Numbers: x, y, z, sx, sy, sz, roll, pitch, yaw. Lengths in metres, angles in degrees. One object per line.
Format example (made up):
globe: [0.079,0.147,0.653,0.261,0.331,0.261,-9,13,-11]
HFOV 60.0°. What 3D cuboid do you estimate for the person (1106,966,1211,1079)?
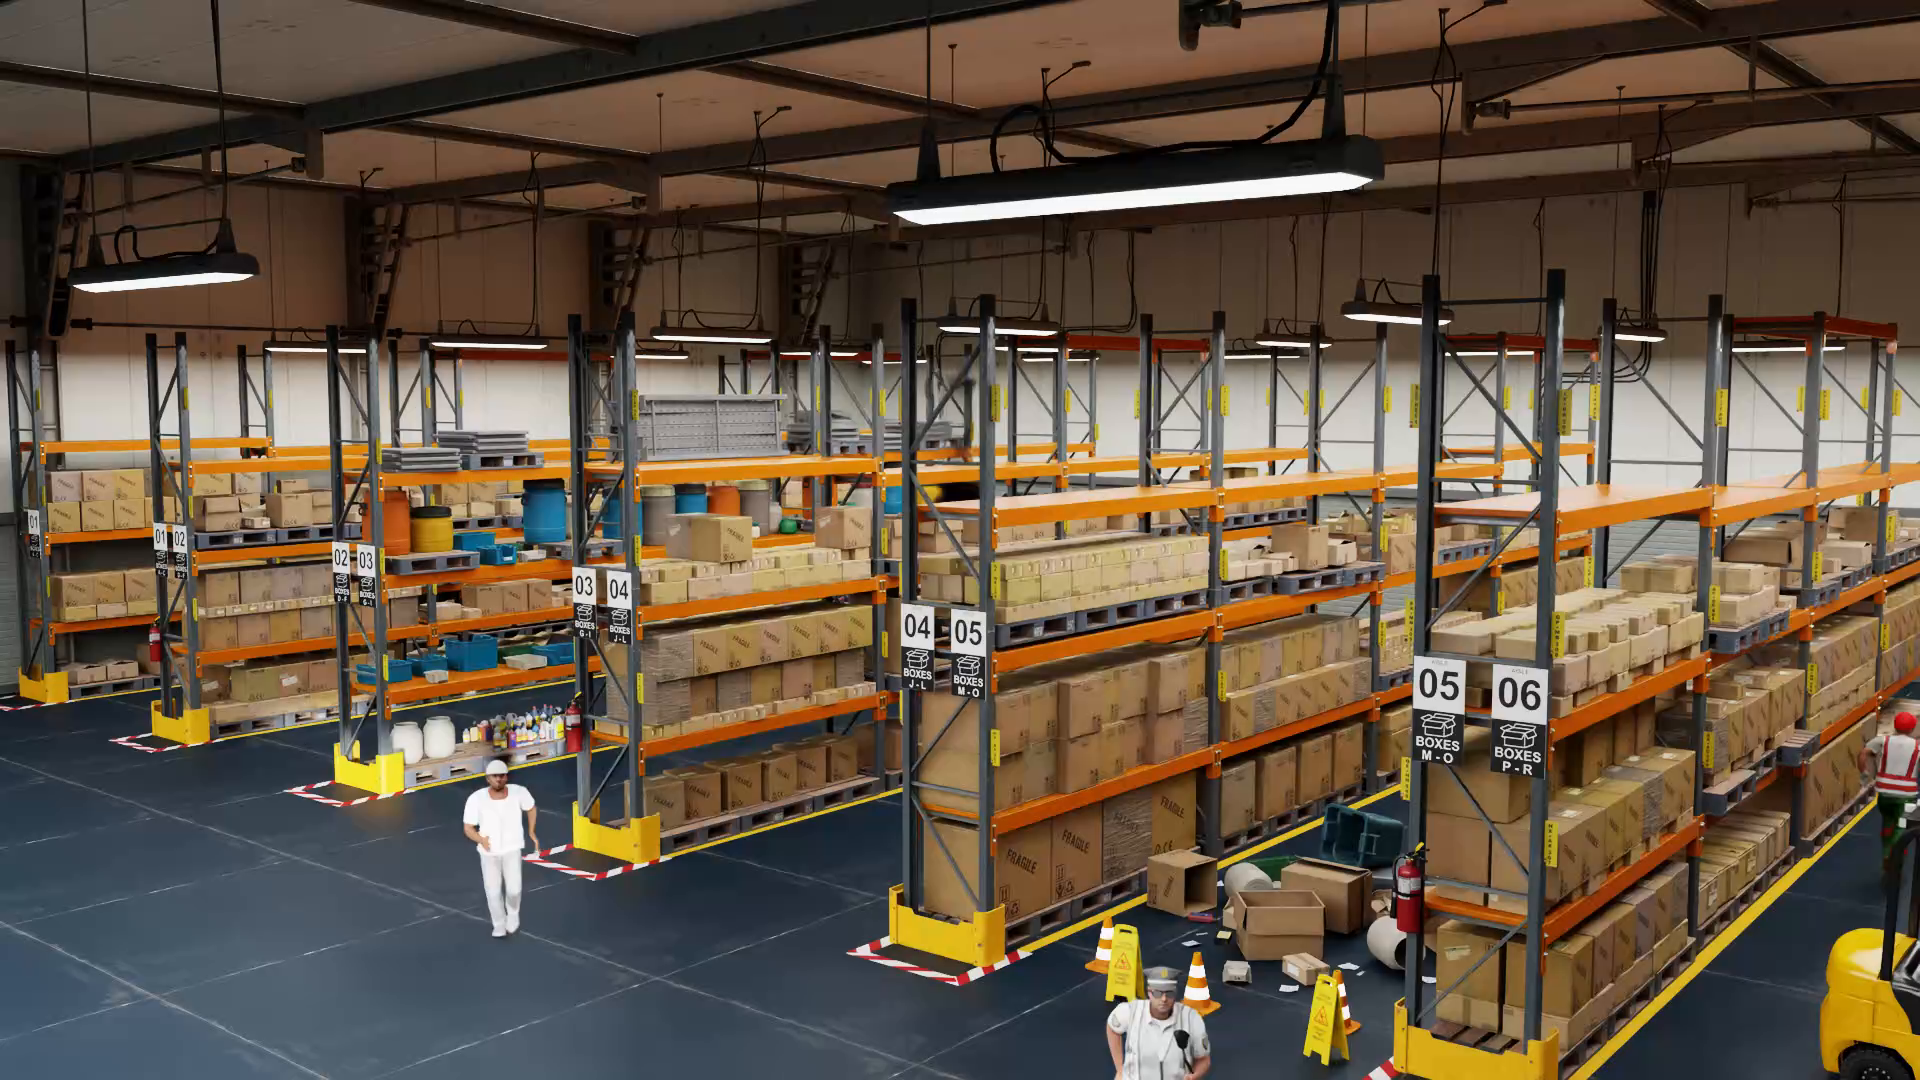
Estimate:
person: [1.202,3.412,10.029,0.586,1.835,0.920,0,5,-4]

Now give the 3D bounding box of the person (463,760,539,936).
person: [-4.278,2.898,15.536,0.680,1.716,0.700,-2,5,-18]

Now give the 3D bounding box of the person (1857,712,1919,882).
person: [9.876,2.691,17.560,0.671,1.783,0.884,5,7,42]
